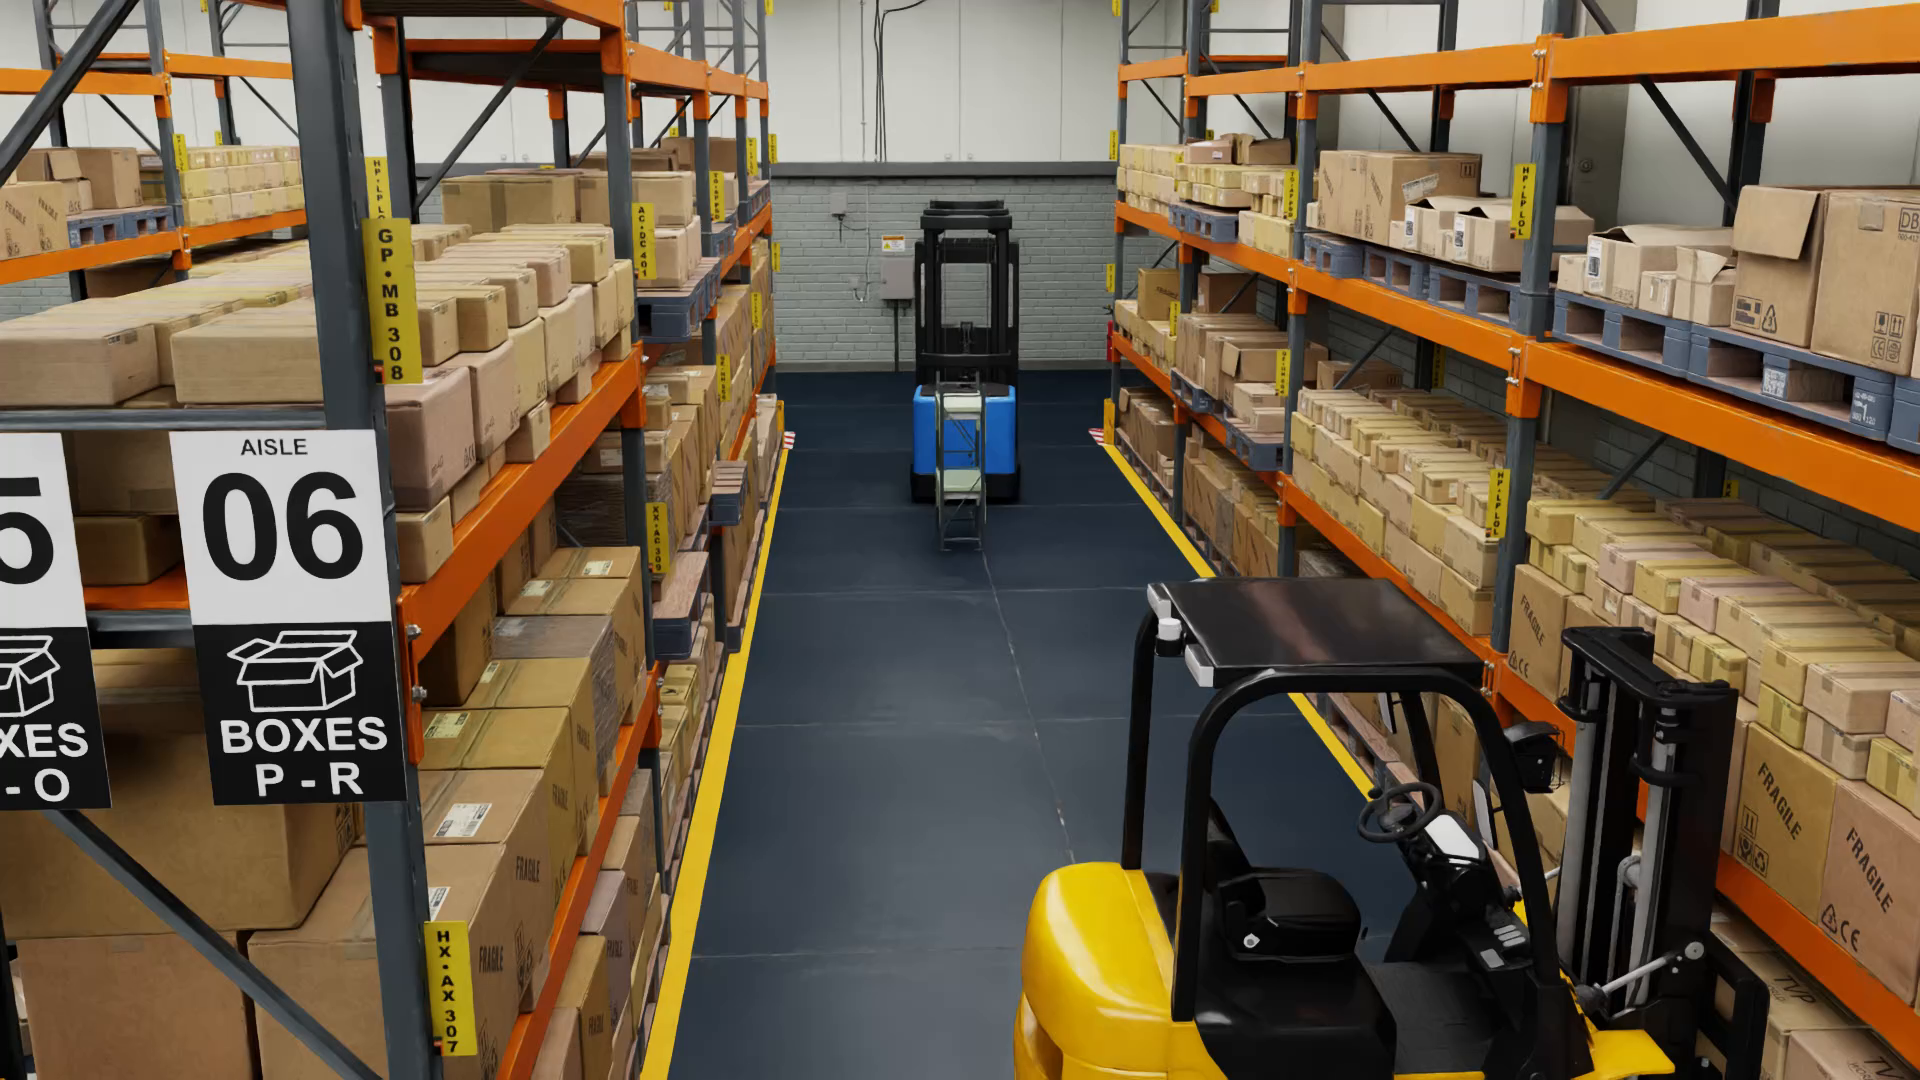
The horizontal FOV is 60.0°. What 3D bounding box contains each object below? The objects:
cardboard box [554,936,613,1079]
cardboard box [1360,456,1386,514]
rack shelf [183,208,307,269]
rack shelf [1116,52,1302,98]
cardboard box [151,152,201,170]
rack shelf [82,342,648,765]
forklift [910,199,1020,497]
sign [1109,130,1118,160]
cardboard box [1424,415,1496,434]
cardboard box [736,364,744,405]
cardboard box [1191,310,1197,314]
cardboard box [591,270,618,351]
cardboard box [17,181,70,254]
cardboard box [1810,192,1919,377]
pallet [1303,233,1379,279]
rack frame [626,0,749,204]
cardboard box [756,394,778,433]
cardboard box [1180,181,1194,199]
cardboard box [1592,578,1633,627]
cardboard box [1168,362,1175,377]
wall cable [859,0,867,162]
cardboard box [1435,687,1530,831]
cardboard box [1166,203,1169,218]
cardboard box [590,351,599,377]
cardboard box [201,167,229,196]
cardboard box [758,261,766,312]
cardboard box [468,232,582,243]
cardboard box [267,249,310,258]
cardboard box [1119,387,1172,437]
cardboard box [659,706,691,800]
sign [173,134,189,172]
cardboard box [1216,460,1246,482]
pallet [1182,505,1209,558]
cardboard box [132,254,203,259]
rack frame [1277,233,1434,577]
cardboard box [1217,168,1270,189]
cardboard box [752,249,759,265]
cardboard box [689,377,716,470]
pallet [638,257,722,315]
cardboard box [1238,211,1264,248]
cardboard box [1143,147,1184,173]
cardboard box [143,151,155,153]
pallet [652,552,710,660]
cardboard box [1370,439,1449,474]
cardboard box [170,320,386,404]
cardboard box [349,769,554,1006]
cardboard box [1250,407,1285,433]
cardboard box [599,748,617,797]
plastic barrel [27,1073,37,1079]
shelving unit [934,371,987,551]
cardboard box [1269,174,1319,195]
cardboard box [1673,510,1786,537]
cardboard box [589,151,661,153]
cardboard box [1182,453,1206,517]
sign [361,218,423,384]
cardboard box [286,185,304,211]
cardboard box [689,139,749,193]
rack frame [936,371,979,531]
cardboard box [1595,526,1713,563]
[{"bbox_3d":[-1.500,1.715,5.737,0.500,0.500,0.500,-1,14,-2],"label":"cardboard box"},{"bbox_3d":[2.679,-0.326,9.794,0.500,0.250,0.500,-1,14,-3],"label":"cardboard box"},{"bbox_3d":[-7.466,-3.069,16.584,1.077,0.370,4.000,-1,14,-3],"label":"rack shelf"},{"bbox_3d":[2.422,-4.700,16.907,1.077,0.370,4.000,-1,14,-3],"label":"rack shelf"},{"bbox_3d":[-7.102,-3.427,15.029,0.380,0.149,0.250,-2,15,-6],"label":"cardboard box"},{"bbox_3d":[-1.788,-0.187,5.379,1.077,0.370,4.000,-1,14,-3],"label":"rack shelf"},{"bbox_3d":[0.081,-2.154,17.740,1.130,2.935,3.031,0,14,2],"label":"forklift"},{"bbox_3d":[1.757,-4.509,18.982,0.100,0.325,0.005,-1,14,-3],"label":"sign"},{"bbox_3d":[3.122,-0.682,10.379,0.380,0.149,0.250,-1,14,-4],"label":"cardboard box"},{"bbox_3d":[-2.013,-1.253,13.397,0.500,0.250,0.500,-1,14,-2],"label":"cardboard box"},{"bbox_3d":[2.648,-2.351,18.073,0.500,0.250,0.500,0,14,-2],"label":"cardboard box"},{"bbox_3d":[-1.584,-0.873,6.306,0.500,0.250,0.500,-1,14,-4],"label":"cardboard box"},{"bbox_3d":[-6.938,-2.369,12.216,0.500,0.500,0.500,-1,14,-3],"label":"cardboard box"},{"bbox_3d":[3.055,-0.778,4.990,0.700,0.500,0.500,-1,14,-3],"label":"cardboard box"},{"bbox_3d":[2.925,-1.846,10.764,1.213,0.211,1.003,0,14,-1],"label":"pallet"},{"bbox_3d":[-2.408,-4.475,14.582,1.000,3.000,0.127,-1,14,-3],"label":"rack frame"},{"bbox_3d":[-2.515,-1.364,18.831,0.875,0.438,0.875,-1,14,-5],"label":"cardboard box"},{"bbox_3d":[2.149,-3.084,14.659,0.380,0.149,0.250,-1,14,-3],"label":"cardboard box"},{"bbox_3d":[2.802,0.255,6.738,0.380,0.149,0.250,-1,14,-2],"label":"cardboard box"},{"bbox_3d":[2.236,-1.665,16.206,0.380,0.149,0.250,0,14,-2],"label":"cardboard box"},{"bbox_3d":[-2.538,-6.891,23.972,2.355,3.000,0.029,-1,14,-3],"label":"wall cable"},{"bbox_3d":[2.998,1.160,8.645,0.875,0.625,0.625,0,14,-1],"label":"cardboard box"},{"bbox_3d":[2.209,-3.191,16.115,0.380,0.149,0.250,0,14,-2],"label":"cardboard box"},{"bbox_3d":[-1.620,-0.710,6.472,0.380,0.149,0.250,-1,14,-3],"label":"cardboard box"},{"bbox_3d":[-7.159,-3.337,15.479,0.500,0.250,0.500,-1,14,-4],"label":"cardboard box"},{"bbox_3d":[-2.270,-2.603,17.139,0.500,0.500,0.500,-1,14,-4],"label":"cardboard box"},{"bbox_3d":[-1.655,-1.092,6.358,0.380,0.149,0.250,-1,14,-2],"label":"cardboard box"},{"bbox_3d":[-2.083,-0.890,5.575,0.380,0.149,0.250,-1,14,-4],"label":"cardboard box"},{"bbox_3d":[2.242,-1.482,19.159,0.797,0.503,0.637,-1,15,-6],"label":"cardboard box"},{"bbox_3d":[-1.995,1.180,9.073,0.950,0.372,0.625,0,14,0],"label":"cardboard box"},{"bbox_3d":[-6.788,-3.371,14.484,0.100,0.325,0.005,-1,14,-3],"label":"sign"},{"bbox_3d":[2.433,-0.598,14.428,0.380,0.149,0.250,-1,14,-4],"label":"cardboard box"},{"bbox_3d":[2.634,-0.095,15.195,1.003,0.211,1.213,-1,14,-3],"label":"pallet"},{"bbox_3d":[-7.696,-2.513,16.194,0.500,0.500,0.500,-1,14,-2],"label":"cardboard box"},{"bbox_3d":[2.794,-0.652,11.765,1.000,3.000,0.127,-1,14,-3],"label":"rack frame"},{"bbox_3d":[2.281,-2.911,13.387,0.380,0.149,0.250,-1,14,-3],"label":"cardboard box"},{"bbox_3d":[-2.244,-2.878,16.906,0.380,0.149,0.250,-1,14,-3],"label":"cardboard box"},{"bbox_3d":[-1.811,-0.733,10.440,0.500,0.500,0.500,-1,14,-4],"label":"cardboard box"},{"bbox_3d":[-1.911,-1.355,8.852,1.213,0.211,1.003,-1,14,-3],"label":"pallet"},{"bbox_3d":[2.457,-2.405,12.861,0.500,0.250,0.500,-1,14,-3],"label":"cardboard box"},{"bbox_3d":[2.174,-3.916,17.129,0.500,0.250,0.500,0,14,-2],"label":"cardboard box"},{"bbox_3d":[-7.616,-3.549,15.503,0.380,0.149,0.250,0,14,-1],"label":"cardboard box"},{"bbox_3d":[-1.814,0.321,8.368,1.003,0.211,1.213,-1,14,-3],"label":"pallet"},{"bbox_3d":[2.596,-0.483,9.607,0.380,0.149,0.250,-1,14,-5],"label":"cardboard box"},{"bbox_3d":[-1.483,-0.394,3.644,0.380,0.149,0.250,-1,14,-4],"label":"cardboard box"},{"bbox_3d":[-1.452,0.972,4.656,0.500,0.500,0.500,0,14,-2],"label":"cardboard box"},{"bbox_3d":[2.370,-0.891,12.355,0.380,0.149,0.250,-1,14,-2],"label":"cardboard box"},{"bbox_3d":[-1.522,0.870,6.354,0.380,0.149,0.250,-1,14,-4],"label":"cardboard box"},{"bbox_3d":[-3.303,2.172,5.957,0.512,0.421,0.421,10,18,35],"label":"plastic barrel"},{"bbox_3d":[0.000,-0.725,15.057,0.431,1.500,0.755,-1,14,-3],"label":"shelving unit"},{"bbox_3d":[2.526,-2.647,12.400,0.380,0.149,0.250,-1,14,-4],"label":"cardboard box"},{"bbox_3d":[3.337,-0.026,7.232,0.380,0.149,0.250,-1,14,-5],"label":"cardboard box"},{"bbox_3d":[-2.559,-2.713,12.711,0.500,0.500,0.500,-1,14,-3],"label":"cardboard box"},{"bbox_3d":[2.351,-0.516,15.409,0.500,0.500,0.500,0,14,-1],"label":"cardboard box"},{"bbox_3d":[-1.123,-0.469,3.280,0.100,0.325,0.005,-1,14,-3],"label":"sign"},{"bbox_3d":[-7.259,-3.607,17.530,0.500,0.250,0.500,-1,14,-3],"label":"cardboard box"},{"bbox_3d":[-2.235,-3.472,15.460,0.500,0.500,0.500,-1,14,-2],"label":"cardboard box"},{"bbox_3d":[-0.022,-0.816,15.410,0.400,1.500,0.023,-1,14,-3],"label":"rack frame"},{"bbox_3d":[2.896,0.047,6.949,0.380,0.149,0.250,-1,14,-4],"label":"cardboard box"}]
